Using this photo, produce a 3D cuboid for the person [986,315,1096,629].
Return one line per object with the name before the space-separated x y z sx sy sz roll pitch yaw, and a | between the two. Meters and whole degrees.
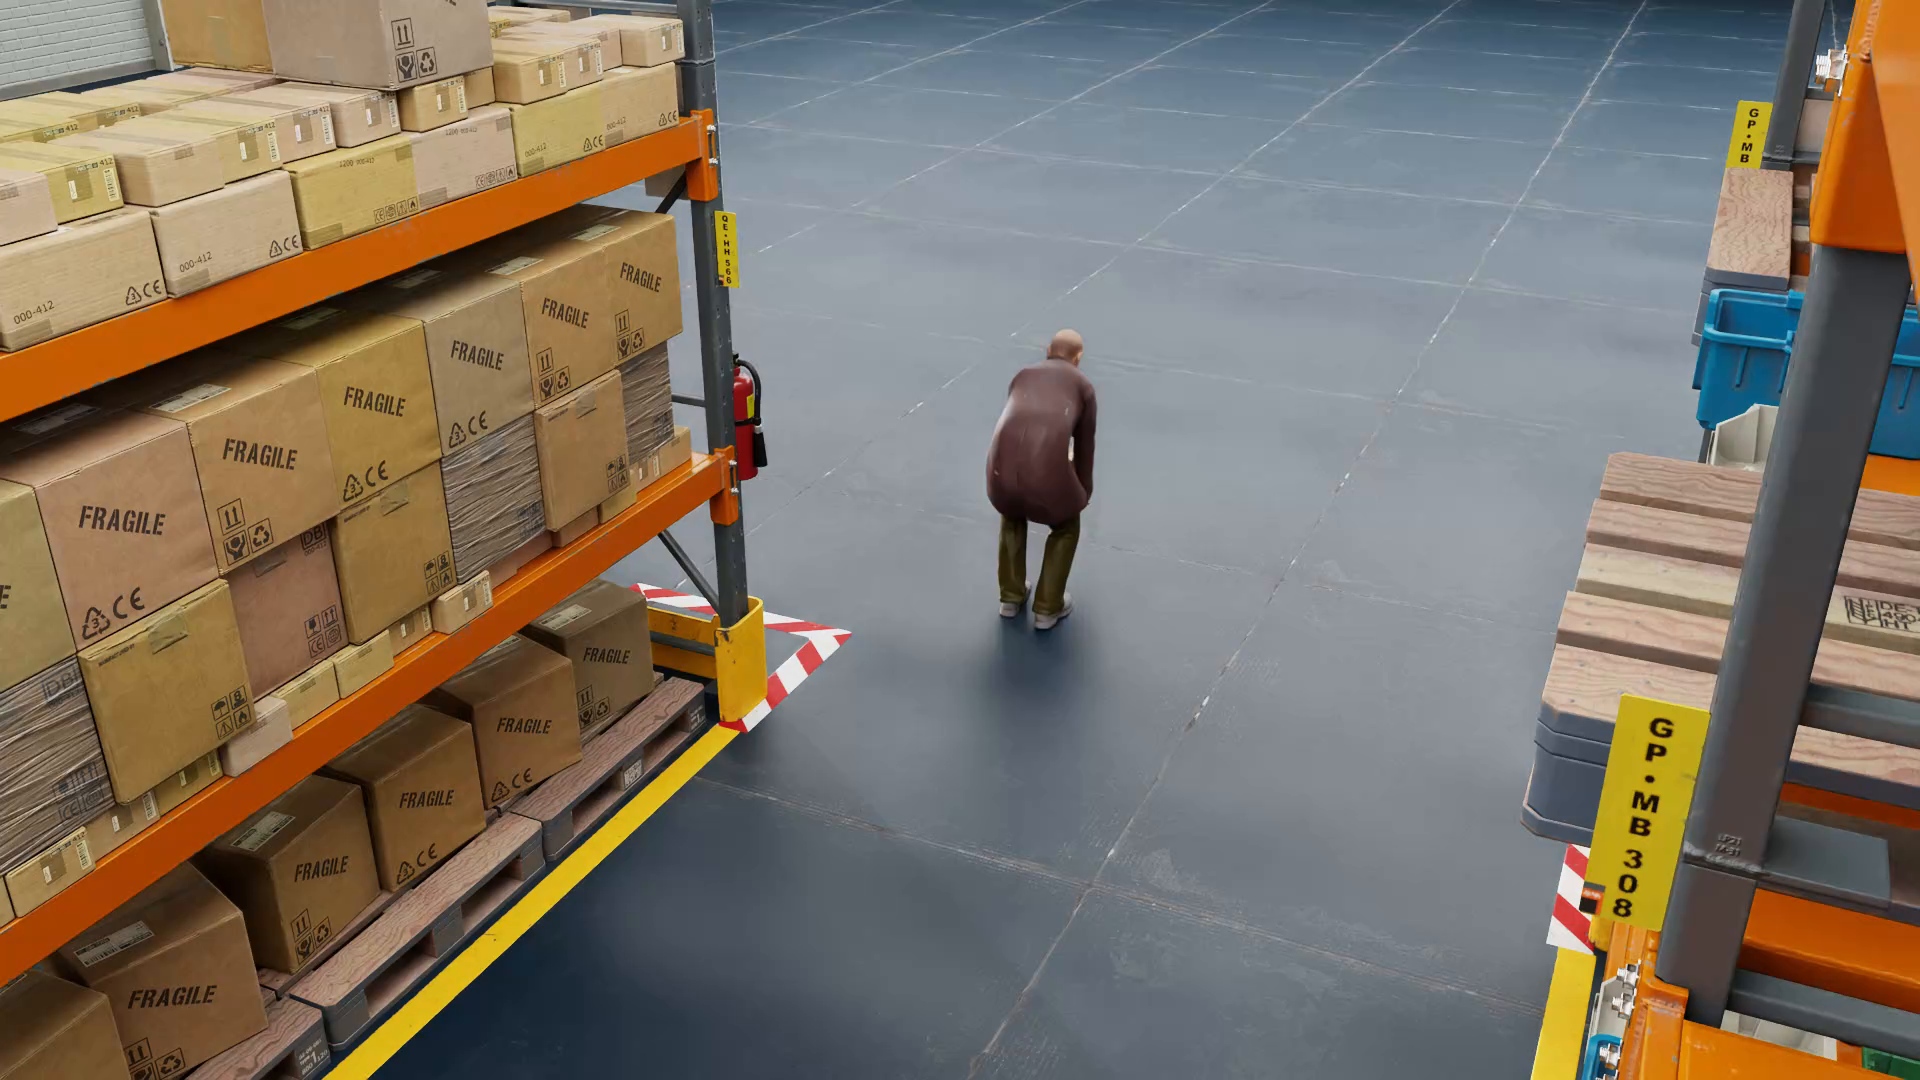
person | 0.449 -0.354 8.682 0.547 1.504 0.804 10 28 21
